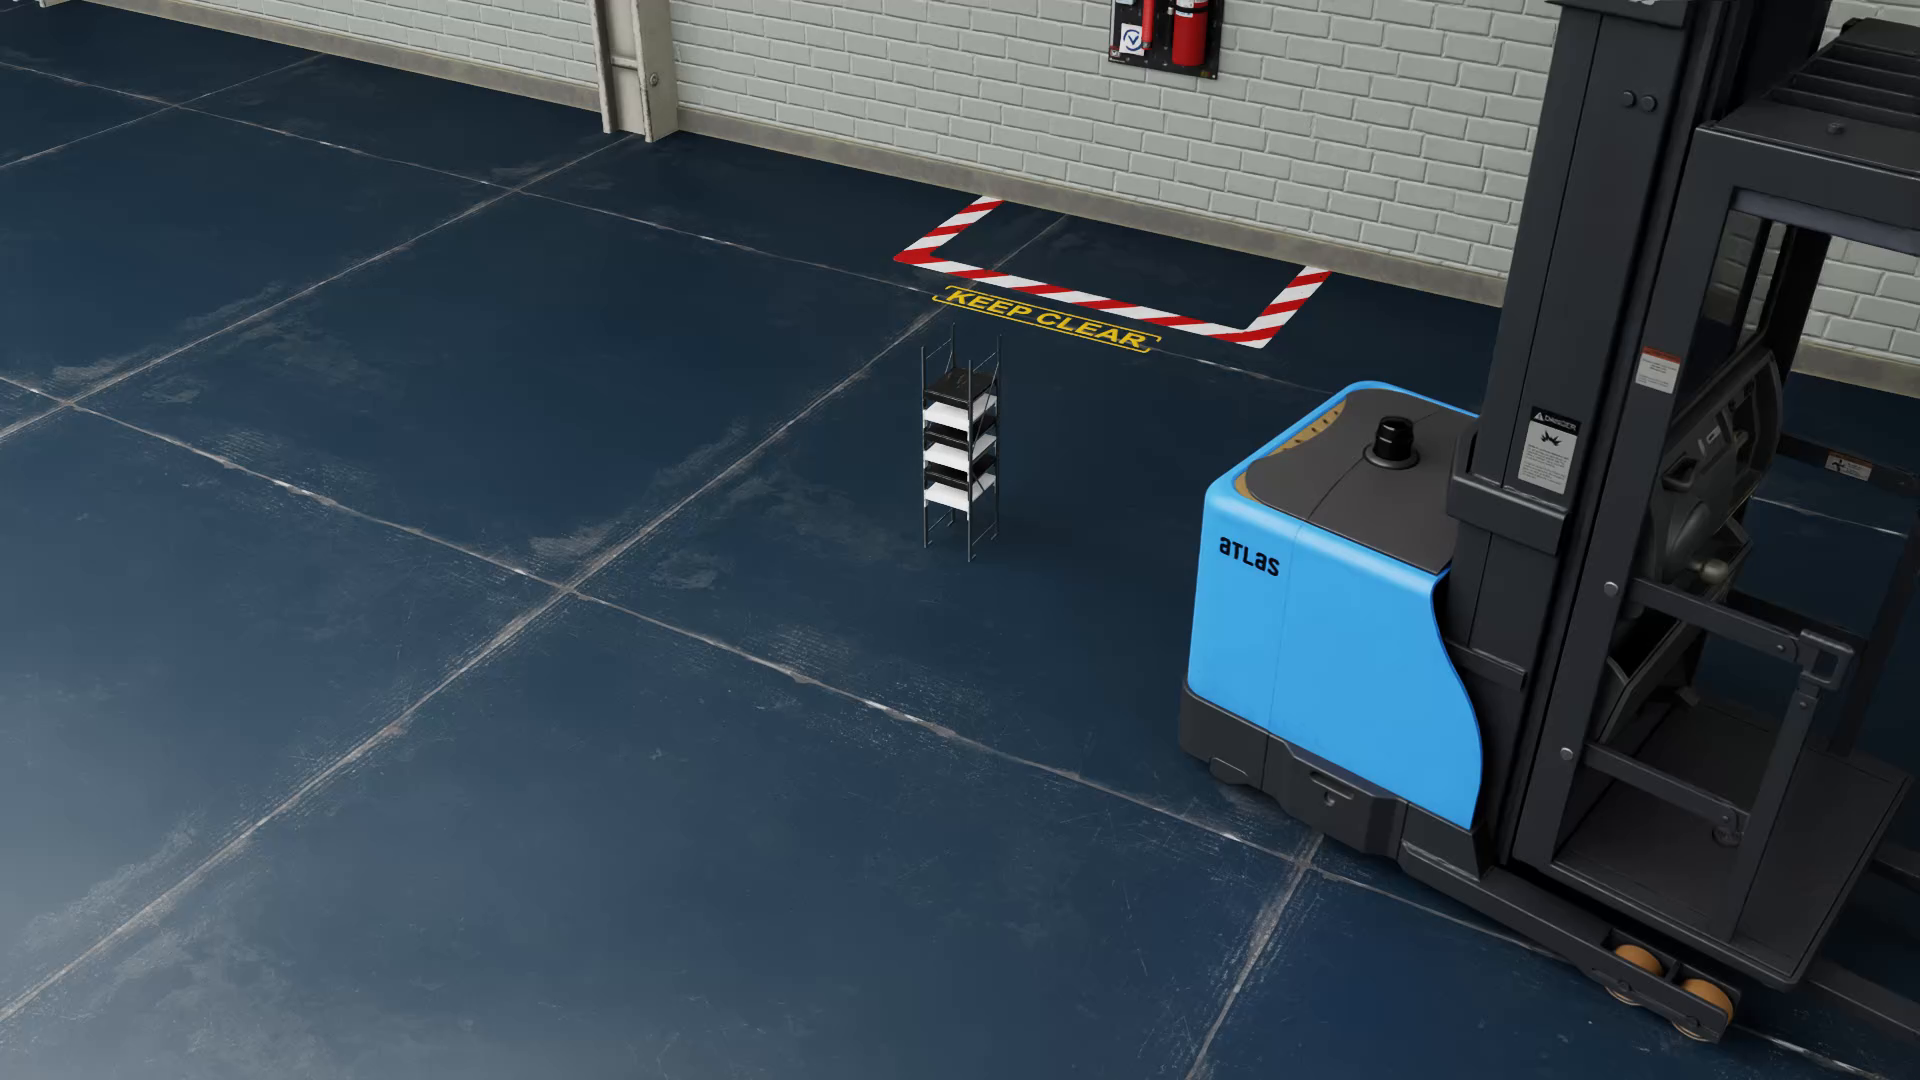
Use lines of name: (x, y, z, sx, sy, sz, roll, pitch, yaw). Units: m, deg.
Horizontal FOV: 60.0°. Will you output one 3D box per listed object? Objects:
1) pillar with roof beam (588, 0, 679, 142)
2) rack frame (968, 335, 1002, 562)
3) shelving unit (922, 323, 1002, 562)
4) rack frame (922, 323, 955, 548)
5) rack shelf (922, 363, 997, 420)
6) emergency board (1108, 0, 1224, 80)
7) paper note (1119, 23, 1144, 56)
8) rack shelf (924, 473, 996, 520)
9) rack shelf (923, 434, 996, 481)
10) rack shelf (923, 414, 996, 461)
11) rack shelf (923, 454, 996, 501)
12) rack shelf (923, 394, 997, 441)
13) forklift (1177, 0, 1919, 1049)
pillar with roof beam: (-4.183, -4.318, 5.116, 0.400, 9.000, 9.100, 18, 37, 24)
rack frame: (0.095, -0.344, 6.455, 0.006, 0.900, 0.240, 18, 37, 24)
shelving unit: (0.007, -0.372, 6.497, 0.210, 0.900, 0.258, 18, 37, 24)
rack frame: (-0.081, -0.400, 6.539, 0.006, 0.900, 0.240, 18, 37, 24)
rack shelf: (0.007, -0.569, 6.366, 0.200, 0.077, 0.258, 18, 37, 24)
emergency board: (1.036, -2.941, 8.460, 0.643, 1.169, 0.194, 18, 37, 24)
paper note: (0.917, -2.656, 8.827, 0.142, 0.148, 0.016, 18, 37, 24)
rack shelf: (0.007, -0.195, 6.615, 0.200, 0.077, 0.258, 18, 37, 24)
rack shelf: (0.007, -0.345, 6.516, 0.200, 0.077, 0.258, 18, 37, 24)
rack shelf: (0.007, -0.419, 6.466, 0.200, 0.077, 0.258, 18, 37, 24)
rack shelf: (0.007, -0.270, 6.566, 0.200, 0.077, 0.258, 18, 37, 24)
rack shelf: (0.007, -0.494, 6.416, 0.200, 0.077, 0.258, 18, 37, 24)
forklift: (2.179, -0.155, 4.338, 3.031, 2.935, 1.130, 26, 41, 33)
